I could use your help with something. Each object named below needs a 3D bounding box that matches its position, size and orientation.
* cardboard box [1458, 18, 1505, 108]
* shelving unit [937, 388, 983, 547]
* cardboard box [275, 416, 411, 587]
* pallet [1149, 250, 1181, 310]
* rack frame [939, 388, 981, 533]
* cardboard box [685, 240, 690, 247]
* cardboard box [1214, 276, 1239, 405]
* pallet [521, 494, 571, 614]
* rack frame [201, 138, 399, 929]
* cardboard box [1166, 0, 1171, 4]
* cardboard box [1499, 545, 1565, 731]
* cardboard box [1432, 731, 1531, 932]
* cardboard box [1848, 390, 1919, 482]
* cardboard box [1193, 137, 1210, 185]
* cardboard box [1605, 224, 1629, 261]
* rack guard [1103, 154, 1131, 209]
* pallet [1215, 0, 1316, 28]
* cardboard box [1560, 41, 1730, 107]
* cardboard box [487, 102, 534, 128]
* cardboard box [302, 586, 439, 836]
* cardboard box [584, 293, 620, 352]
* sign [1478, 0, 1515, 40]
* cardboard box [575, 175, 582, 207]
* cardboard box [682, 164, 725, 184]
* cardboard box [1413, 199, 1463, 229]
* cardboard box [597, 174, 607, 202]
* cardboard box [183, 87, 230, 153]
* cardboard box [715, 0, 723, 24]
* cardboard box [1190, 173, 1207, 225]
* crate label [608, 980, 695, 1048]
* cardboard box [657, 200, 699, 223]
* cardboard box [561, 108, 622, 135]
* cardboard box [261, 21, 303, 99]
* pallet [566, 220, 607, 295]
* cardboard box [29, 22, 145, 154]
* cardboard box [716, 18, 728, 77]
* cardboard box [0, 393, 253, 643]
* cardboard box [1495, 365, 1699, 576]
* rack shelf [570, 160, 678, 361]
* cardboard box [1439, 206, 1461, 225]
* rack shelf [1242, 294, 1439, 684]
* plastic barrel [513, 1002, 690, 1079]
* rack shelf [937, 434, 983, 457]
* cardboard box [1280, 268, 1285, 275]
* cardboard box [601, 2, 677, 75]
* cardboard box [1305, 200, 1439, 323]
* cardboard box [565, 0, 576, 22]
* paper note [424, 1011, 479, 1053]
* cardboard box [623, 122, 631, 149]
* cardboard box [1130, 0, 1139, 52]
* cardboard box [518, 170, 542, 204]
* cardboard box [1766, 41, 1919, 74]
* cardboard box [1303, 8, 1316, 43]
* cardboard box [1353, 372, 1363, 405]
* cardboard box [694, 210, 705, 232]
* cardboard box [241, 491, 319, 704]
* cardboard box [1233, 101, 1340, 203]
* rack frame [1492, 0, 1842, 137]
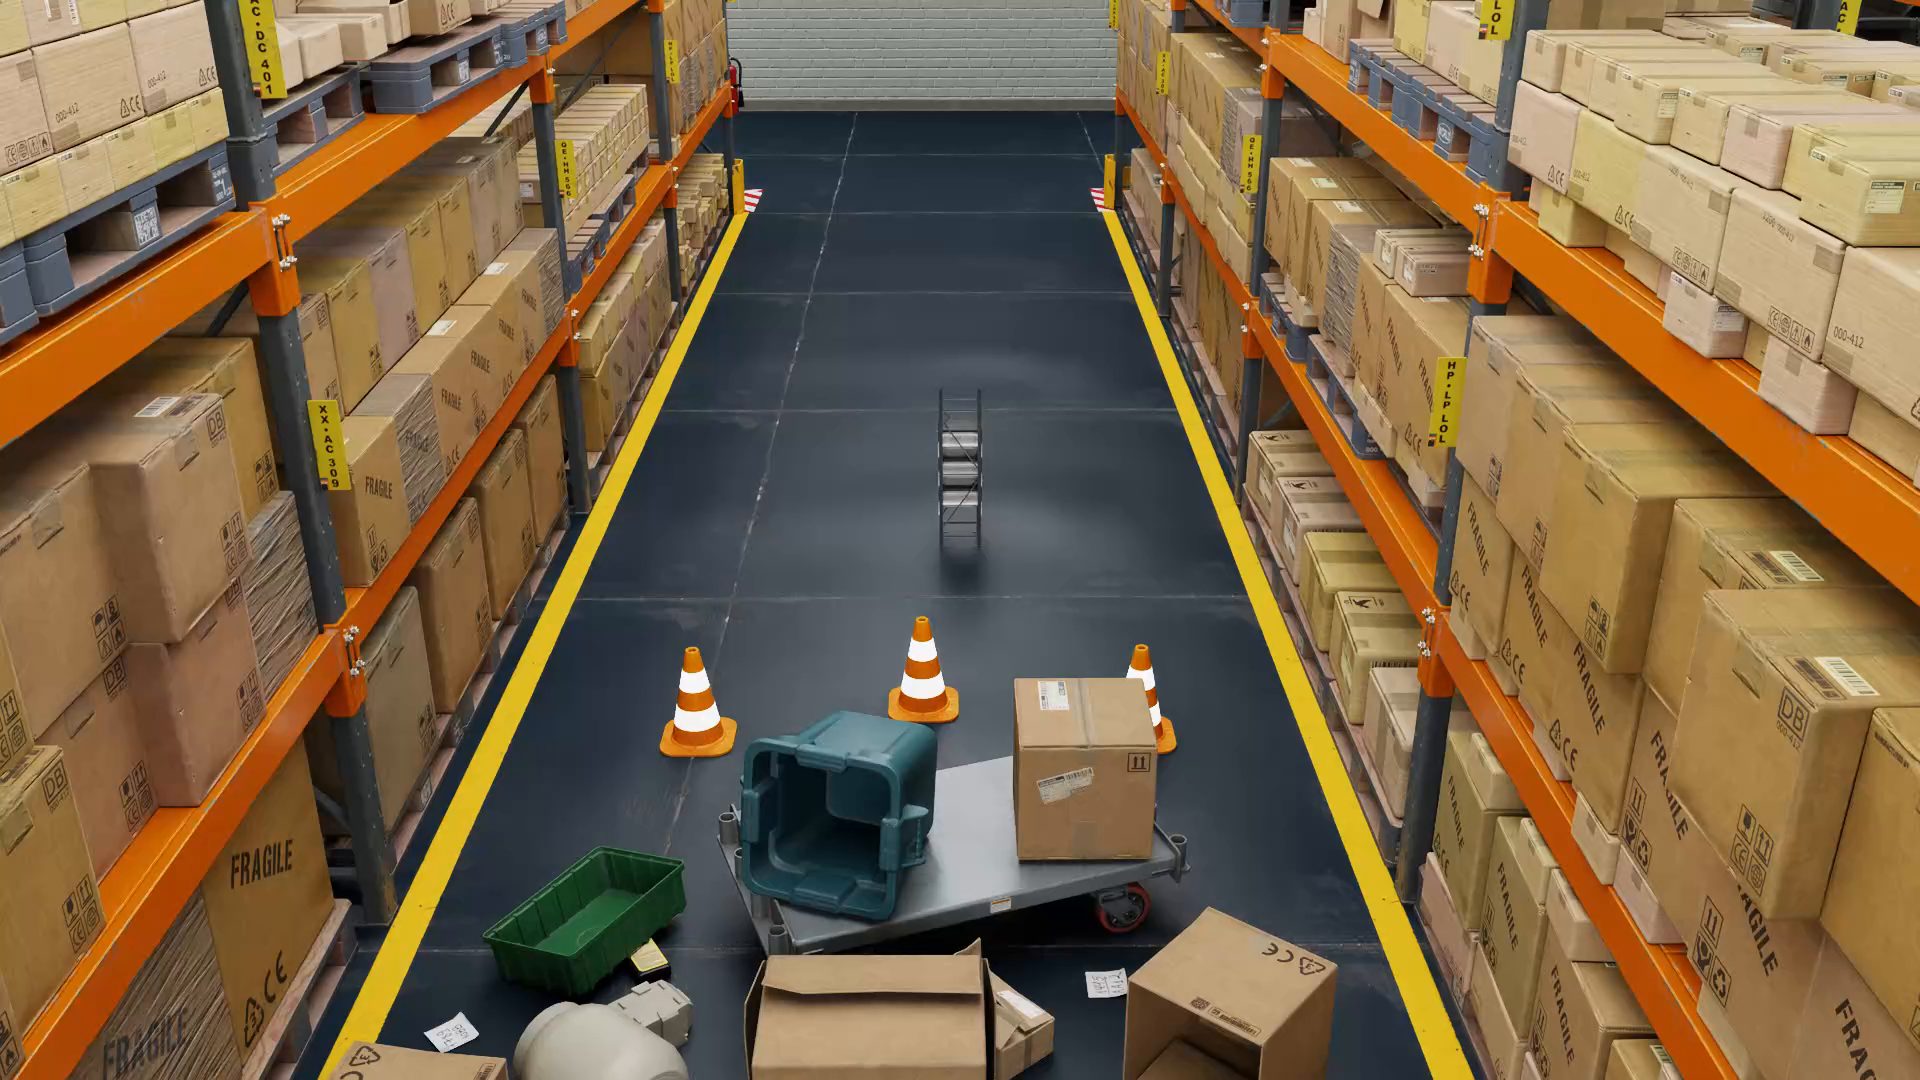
[{"bbox_3d":[2.090,-1.682,5.861,0.500,0.250,0.500,-1,24,-2],"label":"cardboard box"},{"bbox_3d":[0.000,-0.413,9.572,0.258,0.900,0.210,0,24,-1],"label":"shelving unit"},{"bbox_3d":[-2.444,-0.151,6.324,0.500,0.500,0.500,0,24,0],"label":"cardboard box"},{"bbox_3d":[2.224,-2.292,14.561,1.003,0.211,1.213,0,24,-1],"label":"pallet"},{"bbox_3d":[-0.001,-0.455,9.665,0.240,0.900,0.006,0,24,-1],"label":"rack frame"},{"bbox_3d":[-2.587,-2.545,14.686,0.380,0.149,0.250,-1,24,-2],"label":"cardboard box"},{"bbox_3d":[2.268,-1.476,11.442,0.875,0.875,0.875,0,24,0],"label":"cardboard box"},{"bbox_3d":[-2.817,0.059,9.362,1.003,0.211,1.213,0,24,-1],"label":"pallet"},{"bbox_3d":[-2.707,0.112,5.862,1.000,3.000,0.127,0,24,-1],"label":"rack frame"},{"bbox_3d":[1.925,-4.487,13.909,0.380,0.149,0.250,0,24,-1],"label":"cardboard box"},{"bbox_3d":[1.997,0.256,5.061,0.500,0.500,0.500,0,24,-1],"label":"cardboard box"},{"bbox_3d":[1.978,1.012,5.789,0.500,0.500,0.500,1,24,2],"label":"cardboard box"},{"bbox_3d":[2.016,-0.229,3.282,0.380,0.149,0.250,-1,24,-2],"label":"cardboard box"},{"bbox_3d":[1.897,-2.594,11.421,0.500,0.250,0.500,-1,24,-2],"label":"cardboard box"},{"bbox_3d":[2.060,-0.865,4.687,0.380,0.149,0.250,0,24,-1],"label":"cardboard box"},{"bbox_3d":[2.111,-3.768,17.474,1.175,0.500,0.348,0,24,-1],"label":"rack guard"},{"bbox_3d":[2.138,-3.146,9.655,1.213,0.211,1.003,1,24,2],"label":"pallet"},{"bbox_3d":[1.951,-1.329,4.746,0.380,0.149,0.250,0,24,1],"label":"cardboard box"},{"bbox_3d":[-3.240,-3.045,11.915,0.380,0.149,0.250,-1,24,-1],"label":"cardboard box"},{"bbox_3d":[-2.804,0.690,6.804,1.050,0.750,0.750,0,24,-1],"label":"cardboard box"},{"bbox_3d":[-2.522,-1.425,10.873,0.500,0.250,0.500,-1,24,-1],"label":"cardboard box"},{"bbox_3d":[1.687,-1.730,5.189,0.100,0.325,0.005,0,24,-1],"label":"sign"},{"bbox_3d":[-2.566,-2.170,10.343,0.380,0.149,0.250,-1,24,-2],"label":"cardboard box"},{"bbox_3d":[-2.503,-3.569,16.230,0.380,0.149,0.250,-1,24,-2],"label":"cardboard box"},{"bbox_3d":[2.504,-1.366,8.137,0.500,0.500,0.500,-2,24,-4],"label":"cardboard box"},{"bbox_3d":[-2.570,-2.345,11.090,0.380,0.149,0.250,0,24,0],"label":"cardboard box"},{"bbox_3d":[-2.383,-1.228,4.860,0.380,0.149,0.250,0,24,-1],"label":"cardboard box"},{"bbox_3d":[-2.584,-5.282,16.093,0.500,0.500,0.500,-1,24,-2],"label":"cardboard box"},{"bbox_3d":[1.888,-2.367,11.526,0.500,0.250,0.500,-1,24,-1],"label":"cardboard box"},{"bbox_3d":[-1.097,1.685,5.859,0.298,0.136,0.250,-19,31,-36],"label":"crate label"},{"bbox_3d":[-2.533,-2.921,14.797,0.380,0.149,0.250,0,24,1],"label":"cardboard box"},{"bbox_3d":[-2.588,-2.941,11.687,0.380,0.149,0.250,-1,24,-2],"label":"cardboard box"},{"bbox_3d":[-2.464,-1.680,5.717,0.258,0.266,0.396,-1,24,-1],"label":"cardboard box"},{"bbox_3d":[-2.865,-1.742,10.194,1.213,0.211,1.003,0,24,-1],"label":"pallet"},{"bbox_3d":[-2.440,-1.149,4.200,0.500,0.250,0.500,0,24,-1],"label":"cardboard box"},{"bbox_3d":[-2.576,-4.830,16.307,0.500,0.500,0.500,0,24,1],"label":"cardboard box"},{"bbox_3d":[-2.615,-0.070,4.772,0.875,0.550,0.550,0,24,-1],"label":"cardboard box"},{"bbox_3d":[2.013,-0.196,4.847,0.700,0.500,0.500,0,24,0],"label":"cardboard box"},{"bbox_3d":[-2.772,-2.033,11.477,1.077,0.370,4.000,0,24,-1],"label":"rack shelf"},{"bbox_3d":[2.498,-1.595,7.858,0.380,0.149,0.250,-1,24,-3],"label":"cardboard box"},{"bbox_3d":[2.220,-0.448,7.974,1.077,0.370,4.000,0,24,-1],"label":"rack shelf"},{"bbox_3d":[-1.161,1.746,5.375,0.512,0.421,0.421,19,30,35],"label":"plastic barrel"},{"bbox_3d":[0.000,-0.547,9.512,0.258,0.077,0.200,0,24,-1],"label":"rack shelf"},{"bbox_3d":[2.016,-1.542,9.315,0.380,0.149,0.250,-2,24,-4],"label":"cardboard box"},{"bbox_3d":[-2.556,-4.008,13.277,0.500,0.500,0.500,0,24,1],"label":"cardboard box"},{"bbox_3d":[1.997,-1.353,8.109,0.500,0.500,0.500,0,24,0],"label":"cardboard box"},{"bbox_3d":[-2.491,-3.185,9.391,0.500,0.500,0.500,0,24,-1],"label":"cardboard box"},{"bbox_3d":[-1.794,1.738,5.870,0.147,0.020,0.142,-19,31,-36],"label":"paper note"},{"bbox_3d":[-2.581,-2.910,11.979,0.380,0.149,0.250,-1,24,-2],"label":"cardboard box"},{"bbox_3d":[1.857,-4.774,15.330,0.500,0.500,0.500,0,24,-1],"label":"cardboard box"},{"bbox_3d":[-2.562,-2.077,9.776,0.380,0.149,0.250,0,24,0],"label":"cardboard box"},{"bbox_3d":[2.543,-1.331,4.750,0.380,0.149,0.250,-1,24,-2],"label":"cardboard box"},{"bbox_3d":[2.031,-2.722,8.793,0.380,0.149,0.250,0,24,-1],"label":"cardboard box"},{"bbox_3d":[1.963,-0.660,7.365,0.380,0.149,0.250,0,24,-1],"label":"cardboard box"},{"bbox_3d":[-2.528,-2.896,15.103,0.380,0.149,0.250,0,24,-1],"label":"cardboard box"},{"bbox_3d":[-2.691,0.196,5.495,0.875,0.550,0.550,0,24,-1],"label":"cardboard box"},{"bbox_3d":[1.931,-2.313,9.890,0.500,0.500,0.500,-1,24,-2],"label":"cardboard box"},{"bbox_3d":[2.242,-2.685,4.767,1.000,3.000,0.127,0,24,-1],"label":"rack frame"}]
